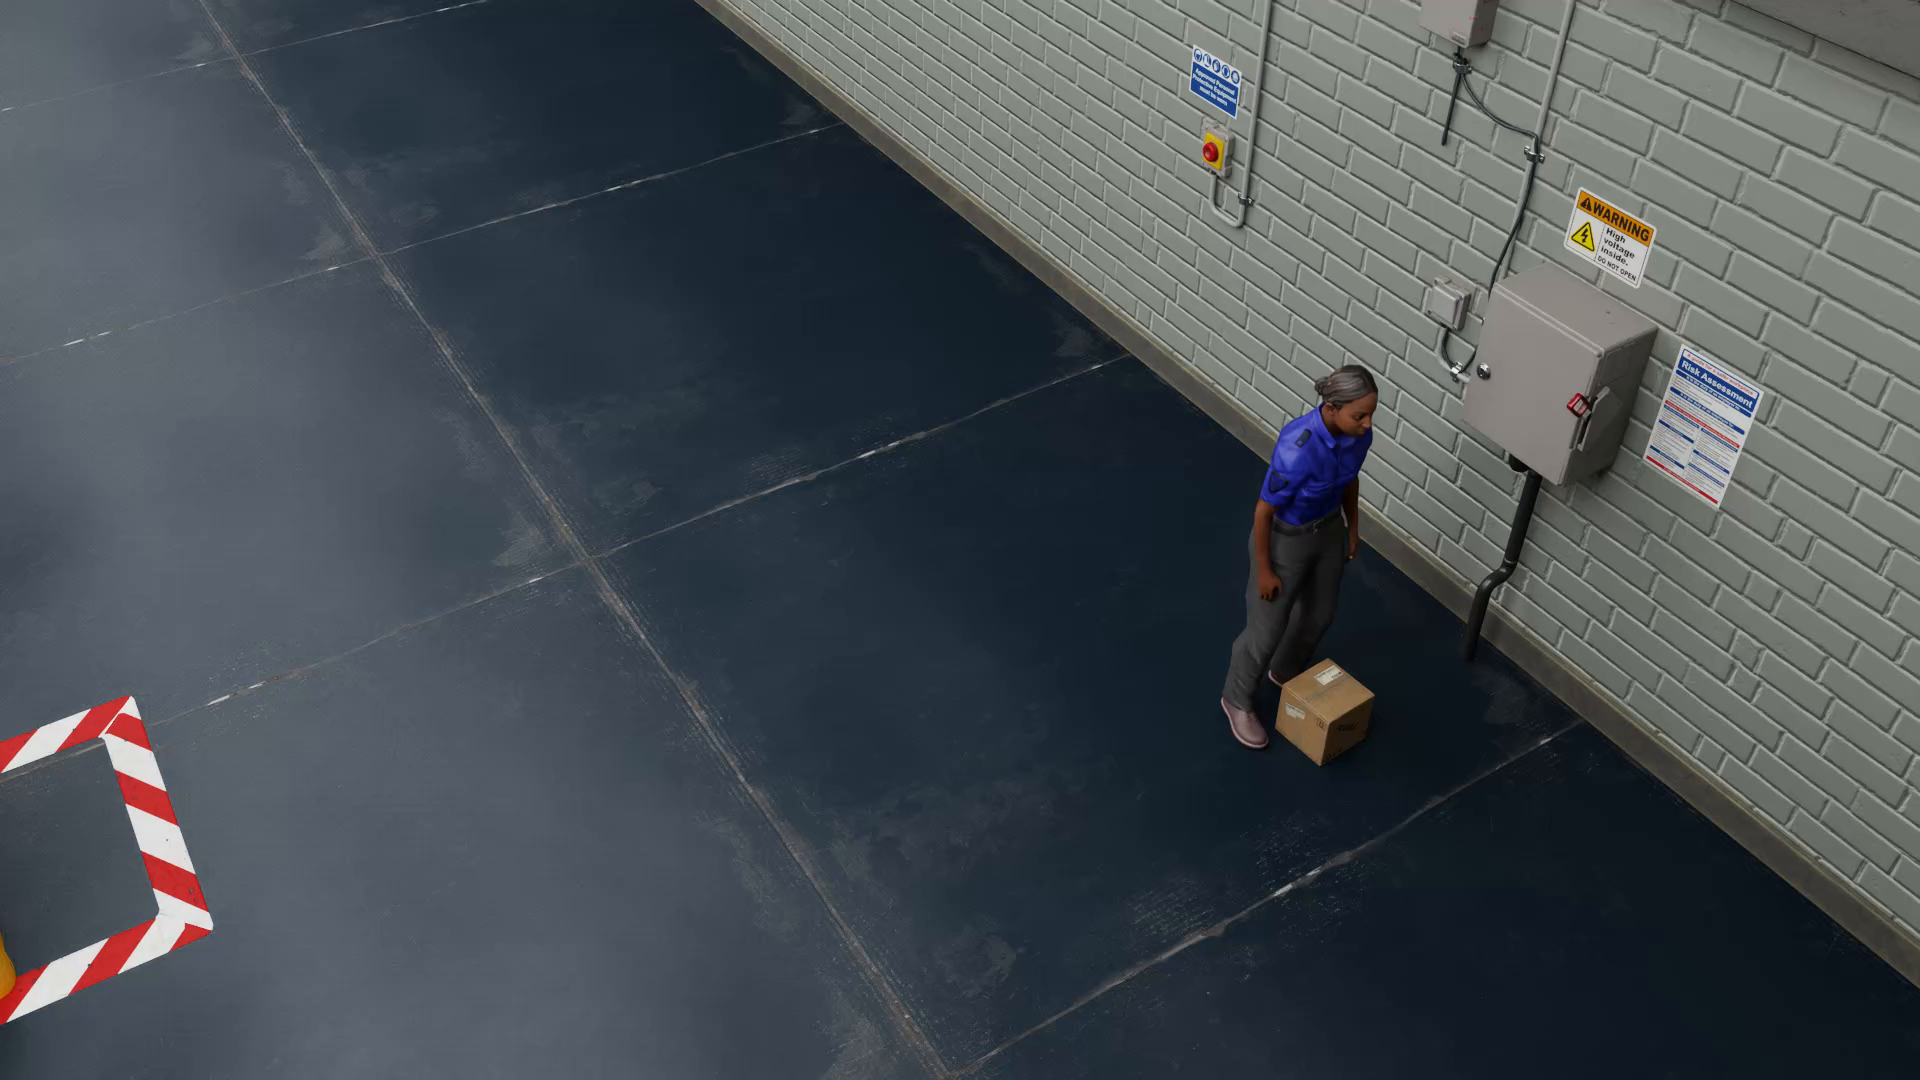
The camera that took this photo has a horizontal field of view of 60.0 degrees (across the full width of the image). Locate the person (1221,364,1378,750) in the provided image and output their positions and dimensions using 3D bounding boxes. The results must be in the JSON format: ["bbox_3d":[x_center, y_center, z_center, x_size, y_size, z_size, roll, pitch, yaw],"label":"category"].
[{"bbox_3d":[1.262,0.029,6.128,0.528,1.655,0.348,-24,47,-25],"label":"person"}]
